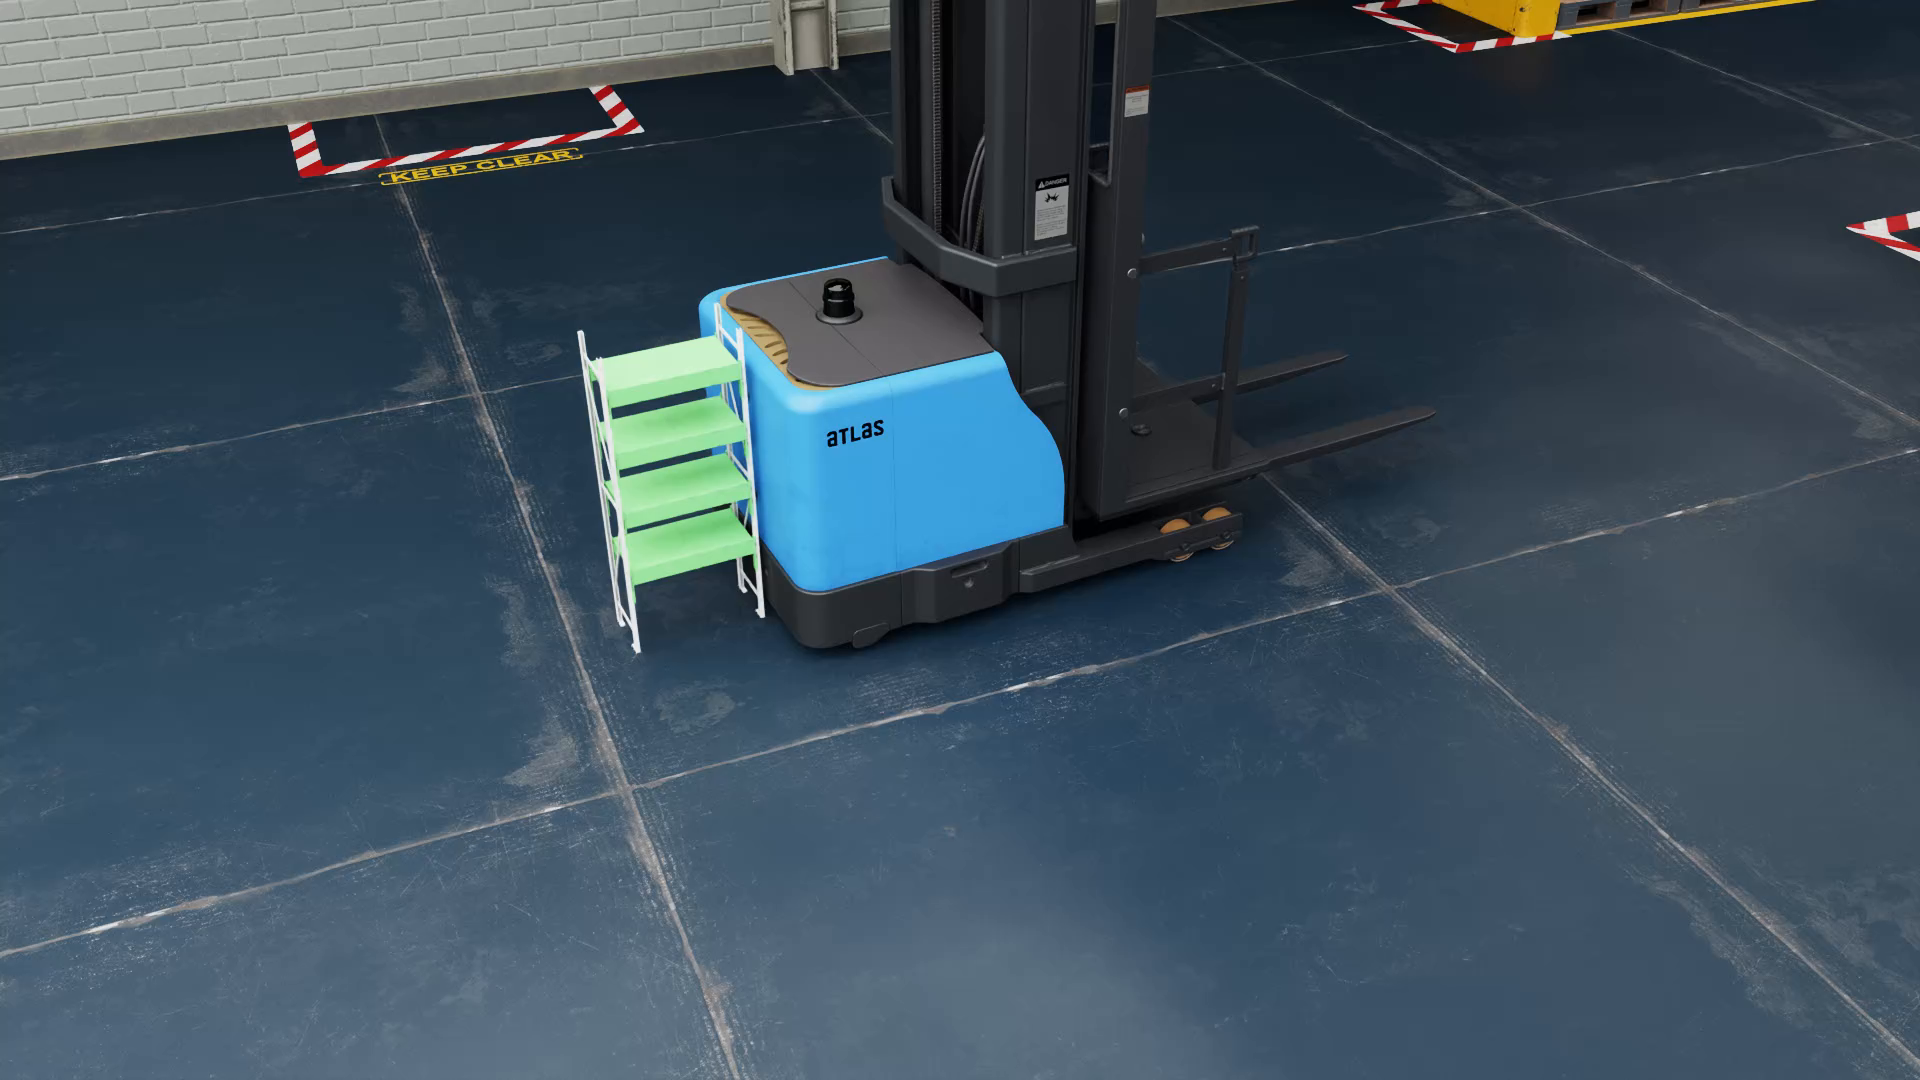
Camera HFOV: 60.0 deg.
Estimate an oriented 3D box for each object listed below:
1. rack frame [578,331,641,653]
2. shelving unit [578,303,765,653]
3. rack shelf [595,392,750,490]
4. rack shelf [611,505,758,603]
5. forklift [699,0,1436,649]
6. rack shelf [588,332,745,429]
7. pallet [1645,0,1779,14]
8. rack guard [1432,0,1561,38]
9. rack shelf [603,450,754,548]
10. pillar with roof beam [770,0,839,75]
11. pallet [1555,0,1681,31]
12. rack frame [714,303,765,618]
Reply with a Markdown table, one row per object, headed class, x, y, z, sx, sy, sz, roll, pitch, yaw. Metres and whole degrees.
| class | x | y | z | sx | sy | sz | roll | pitch | yaw |
| --- | --- | --- | --- | --- | --- | --- | --- | --- | --- |
| rack frame | -1.235 | -0.147 | 5.875 | 0.015 | 1.200 | 0.240 | -15 | 36 | -22 |
| shelving unit | -1.018 | -0.207 | 5.968 | 0.503 | 1.200 | 0.258 | -15 | 36 | -22 |
| rack shelf | -1.018 | -0.354 | 5.872 | 0.480 | 0.148 | 0.258 | -15 | 36 | -22 |
| rack shelf | -1.018 | 0.048 | 6.133 | 0.480 | 0.148 | 0.258 | -15 | 36 | -22 |
| forklift | 0.562 | -1.384 | 6.189 | 3.031 | 2.935 | 1.130 | -15 | 36 | -22 |
| rack shelf | -1.018 | -0.556 | 5.741 | 0.480 | 0.148 | 0.258 | -15 | 36 | -22 |
| pallet | 6.067 | -4.622 | 13.660 | 1.213 | 0.211 | 1.003 | -13 | 35 | -19 |
| rack guard | 4.182 | -4.334 | 12.953 | 0.348 | 0.500 | 1.175 | -13 | 35 | -19 |
| rack shelf | -1.018 | -0.153 | 6.003 | 0.480 | 0.148 | 0.258 | -15 | 36 | -22 |
| pillar with roof beam | 0.556 | -5.032 | 6.232 | 0.400 | 9.000 | 9.100 | -13 | 35 | -19 |
| pallet | 4.944 | -4.367 | 13.268 | 1.213 | 0.211 | 1.003 | -13 | 35 | -19 |
| rack frame | -0.800 | -0.267 | 6.060 | 0.015 | 1.200 | 0.240 | -15 | 36 | -22 |
